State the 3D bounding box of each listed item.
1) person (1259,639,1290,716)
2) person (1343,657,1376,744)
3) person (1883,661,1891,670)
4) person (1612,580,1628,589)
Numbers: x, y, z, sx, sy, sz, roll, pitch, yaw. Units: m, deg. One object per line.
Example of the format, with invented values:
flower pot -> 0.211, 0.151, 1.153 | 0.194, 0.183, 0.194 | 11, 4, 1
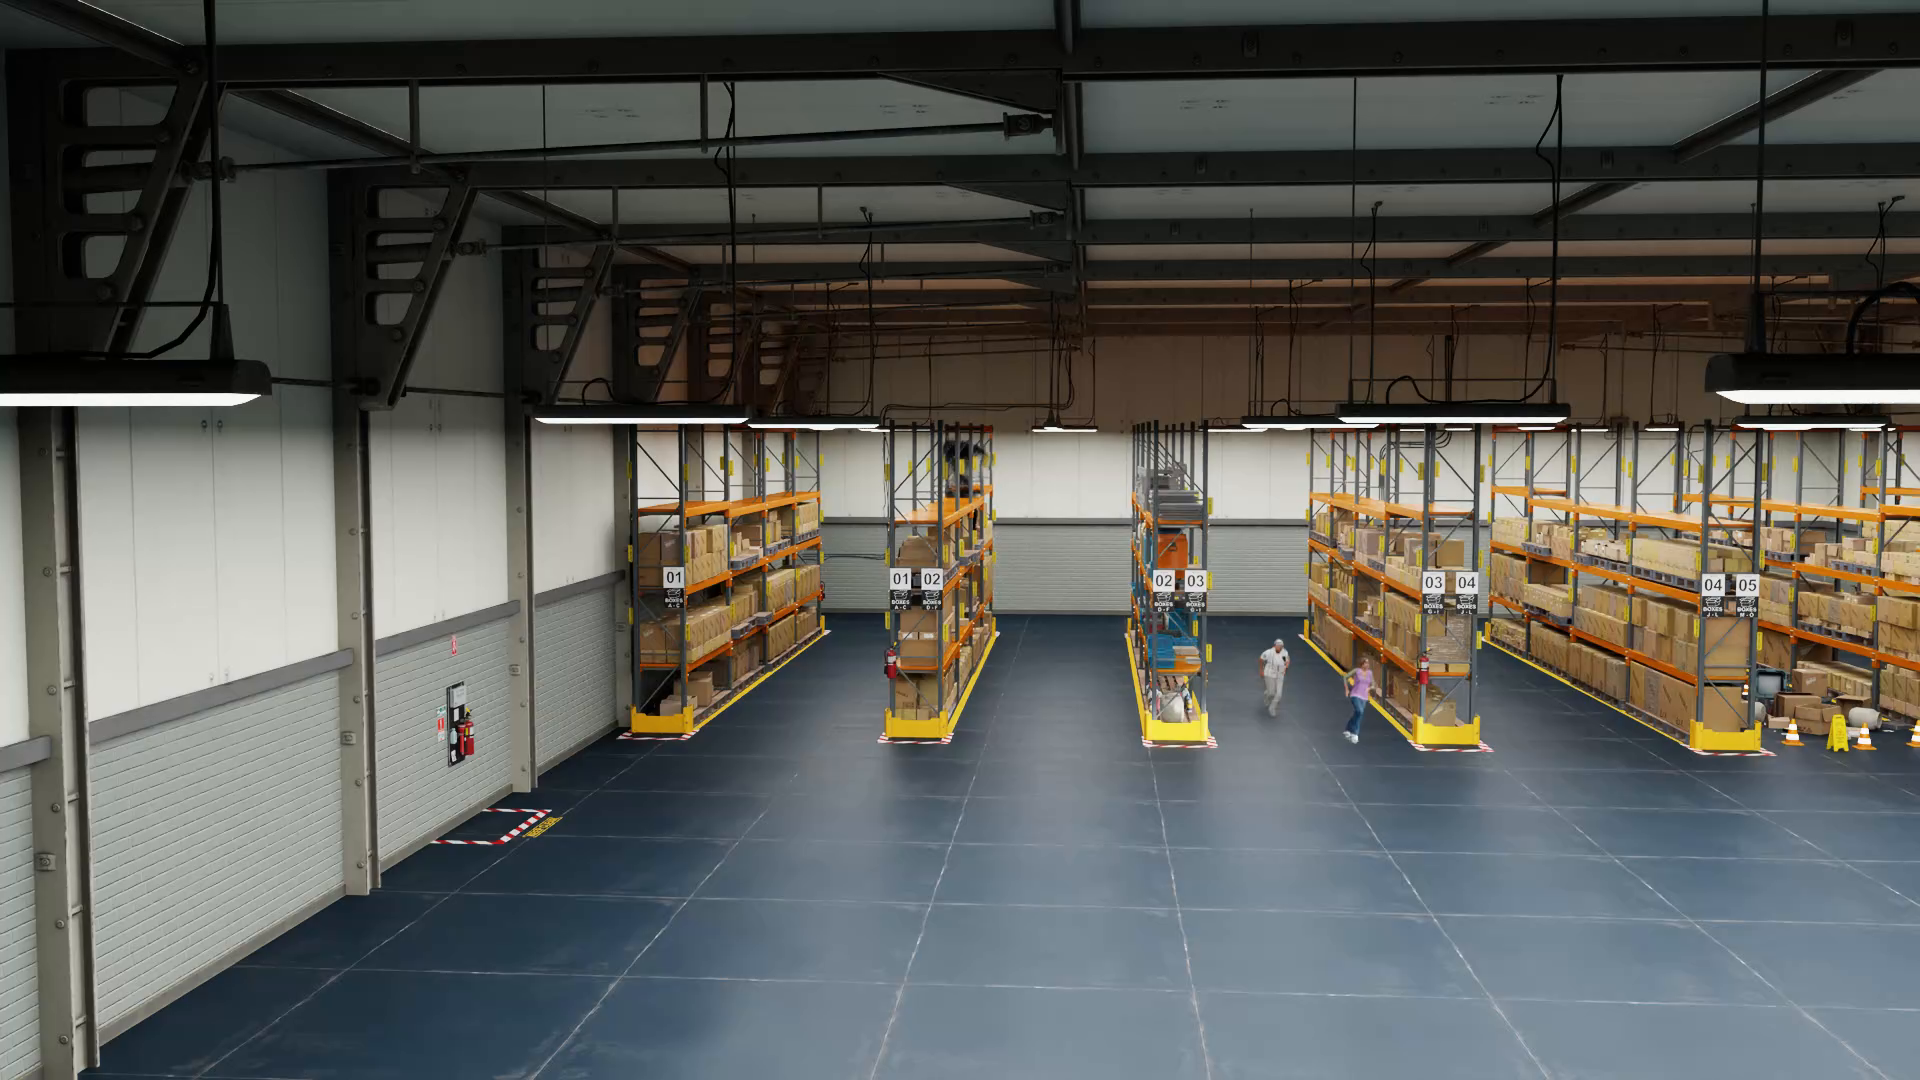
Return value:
person -> 6.422, 2.801, 33.957 | 0.597, 1.601, 0.738 | -1, 4, -13
person -> 7.483, 2.966, 31.112 | 0.548, 1.578, 0.683 | -1, 4, -13
person -> 21.359, 2.442, 37.937 | 0.660, 1.809, 0.878 | 0, 4, 6
person -> 18.688, 1.808, 47.276 | 0.961, 1.781, 0.671 | 0, 4, 4
